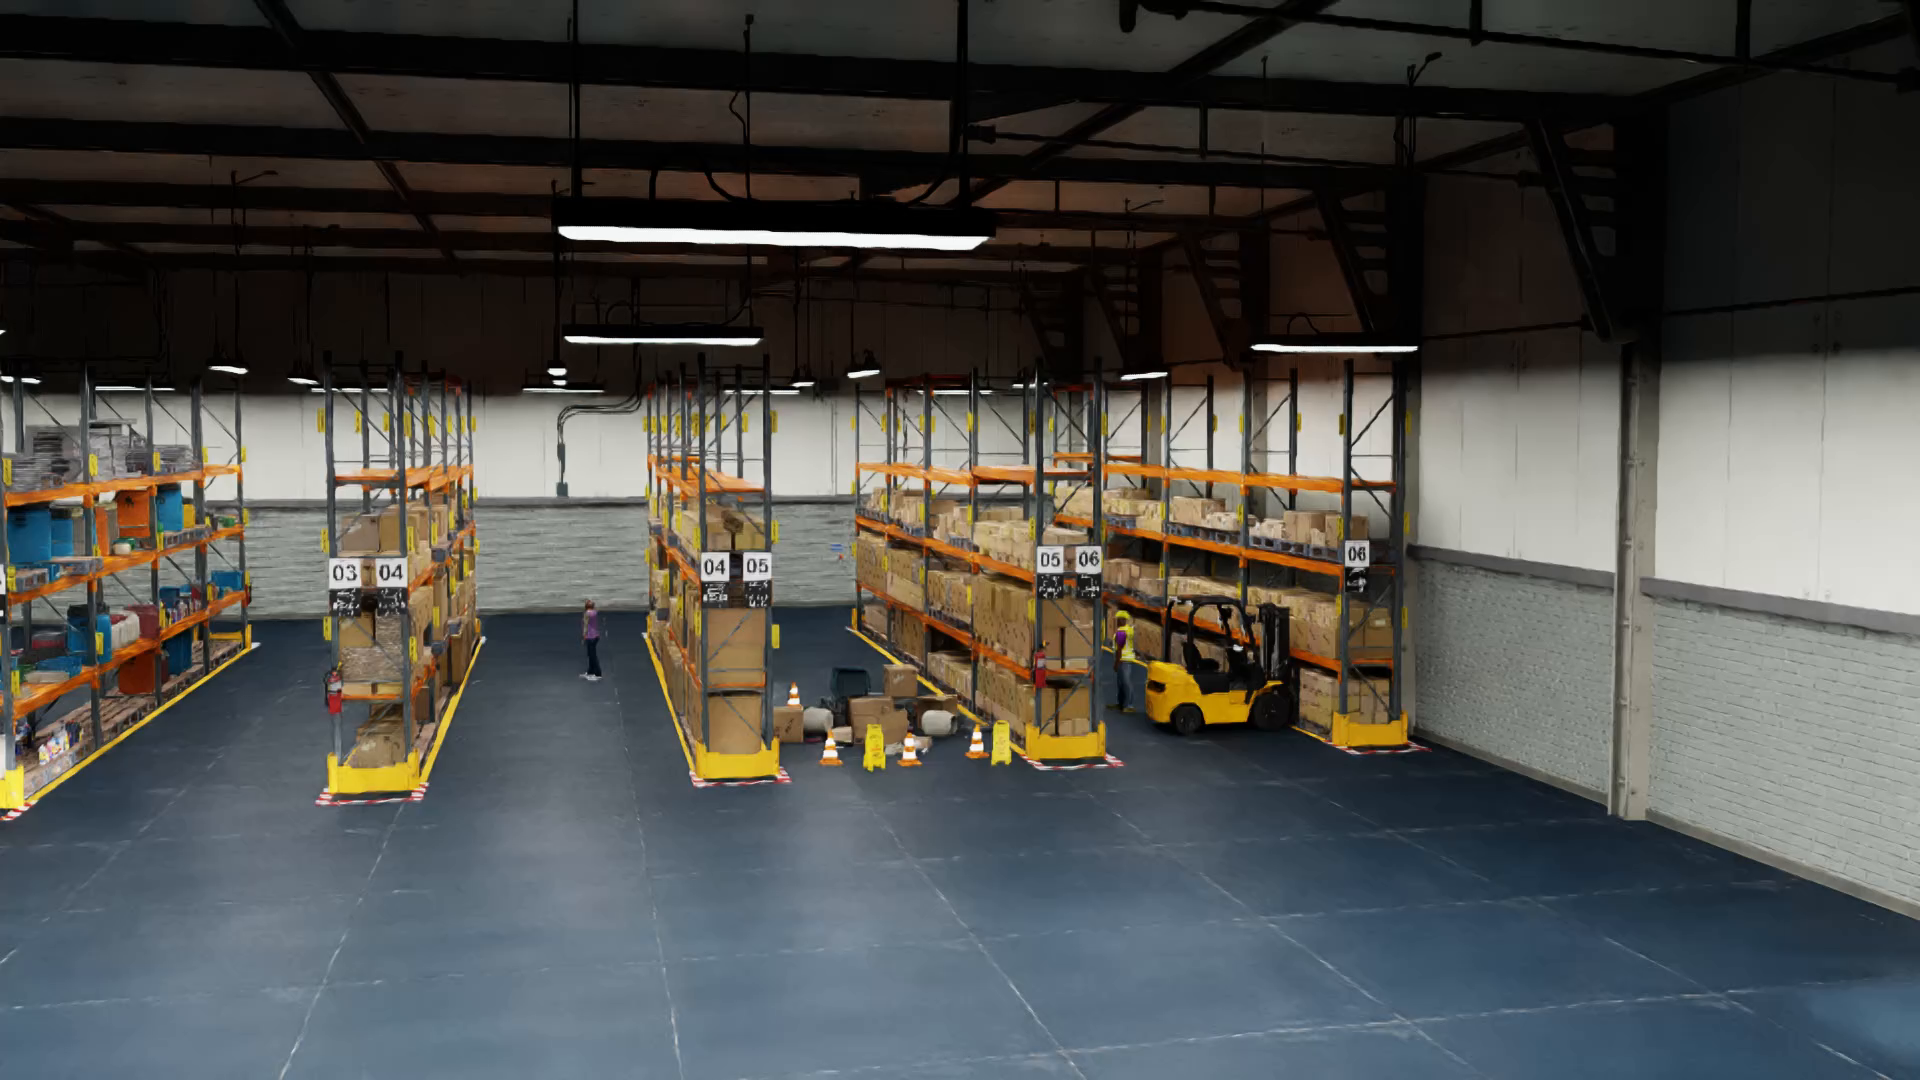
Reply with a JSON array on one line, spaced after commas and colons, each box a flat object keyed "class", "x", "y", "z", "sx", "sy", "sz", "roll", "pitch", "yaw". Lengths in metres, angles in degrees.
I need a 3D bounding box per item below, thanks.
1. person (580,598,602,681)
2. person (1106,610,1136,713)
[{"class": "person", "x": -7.237, "y": 1.929, "z": 32.534, "sx": 0.534, "sy": 1.589, "sz": 0.521, "roll": 1, "pitch": 4, "yaw": 11}, {"class": "person", "x": 2.803, "y": 2.094, "z": 28.913, "sx": 0.580, "sy": 1.763, "sz": 0.673, "roll": 1, "pitch": 4, "yaw": 18}]
